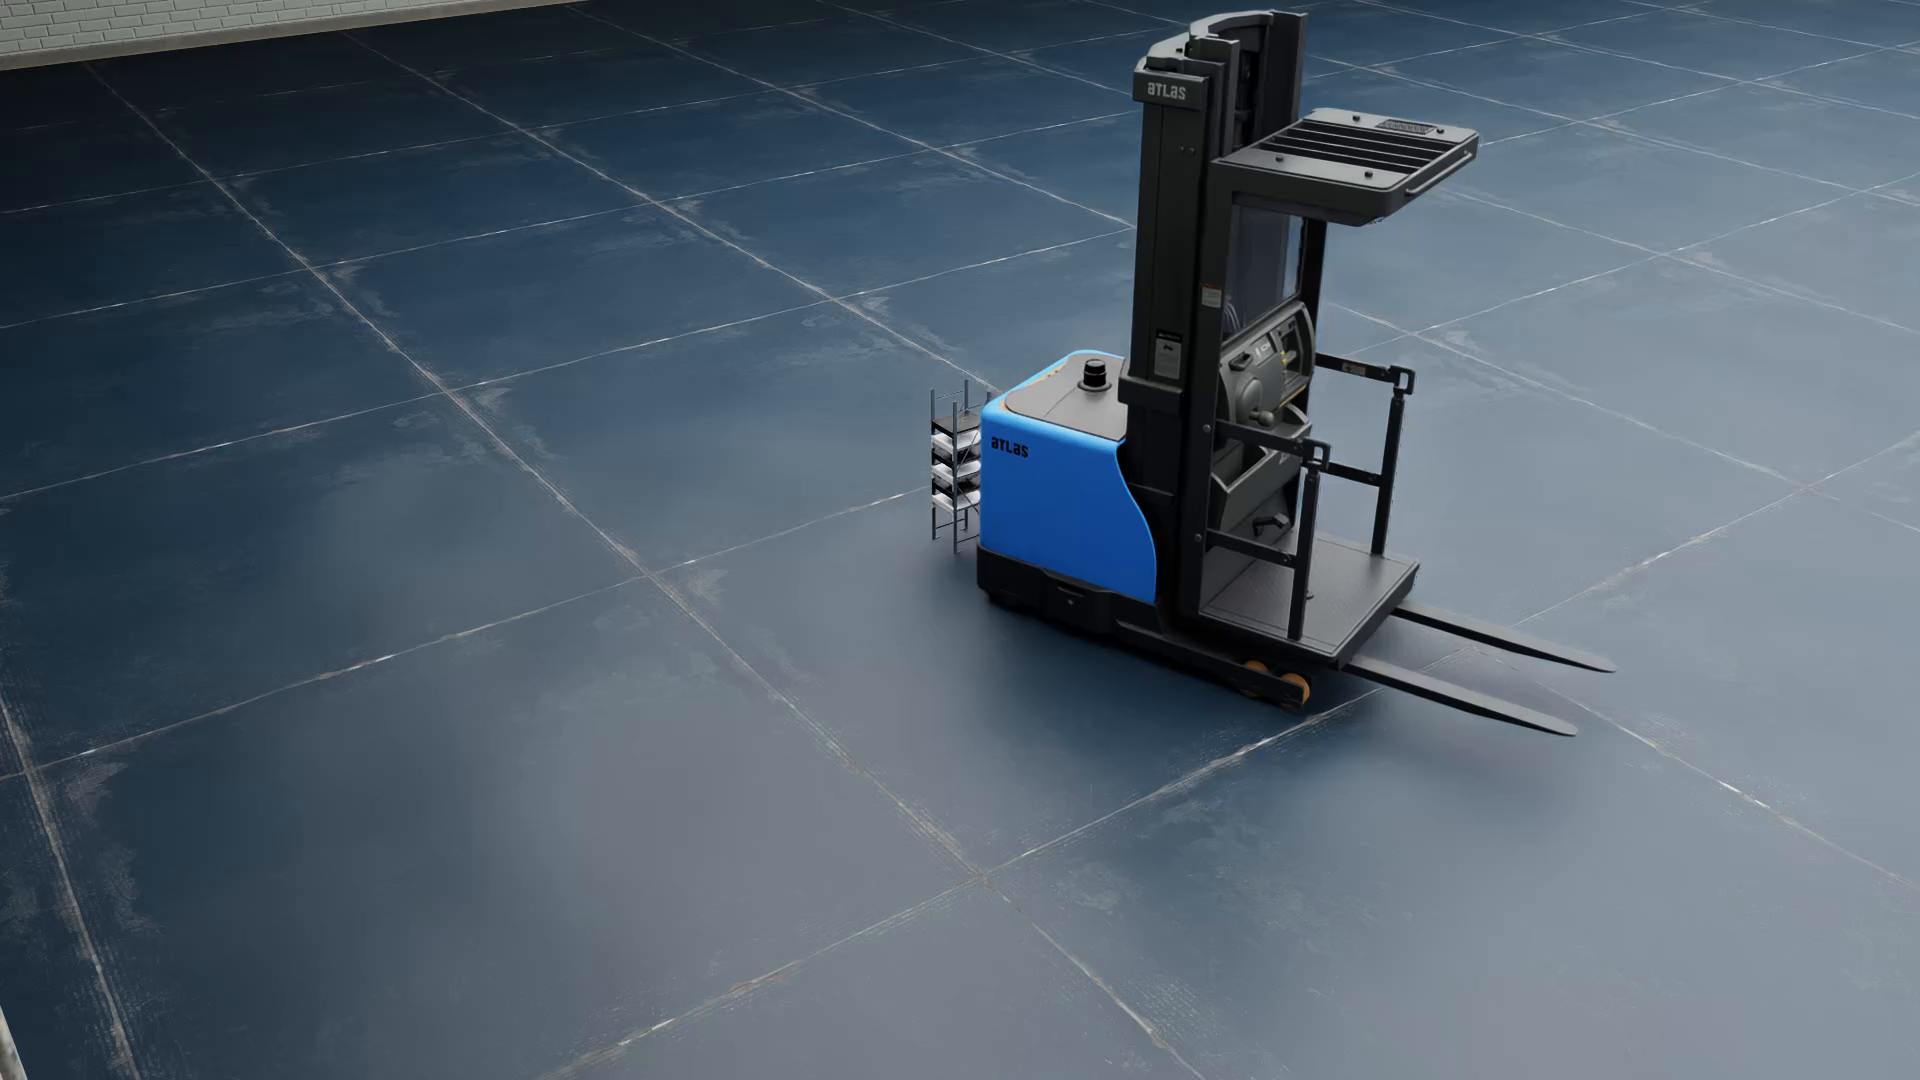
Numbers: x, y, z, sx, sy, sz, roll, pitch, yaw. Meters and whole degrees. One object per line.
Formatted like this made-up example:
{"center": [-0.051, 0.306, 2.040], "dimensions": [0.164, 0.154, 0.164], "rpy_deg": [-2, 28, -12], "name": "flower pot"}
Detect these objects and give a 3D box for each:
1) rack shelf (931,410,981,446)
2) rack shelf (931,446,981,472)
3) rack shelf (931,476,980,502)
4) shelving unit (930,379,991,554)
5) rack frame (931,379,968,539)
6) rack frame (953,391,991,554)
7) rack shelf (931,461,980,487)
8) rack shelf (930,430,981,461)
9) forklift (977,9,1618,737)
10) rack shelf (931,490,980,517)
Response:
{"center": [0.005, -0.600, 8.854], "dimensions": [0.258, 0.077, 0.200], "rpy_deg": [-19, 34, -31], "name": "rack shelf"}
{"center": [0.005, -0.442, 8.940], "dimensions": [0.258, 0.077, 0.200], "rpy_deg": [-19, 34, -31], "name": "rack shelf"}
{"center": [0.005, -0.284, 9.026], "dimensions": [0.258, 0.077, 0.200], "rpy_deg": [-19, 34, -31], "name": "rack shelf"}
{"center": [0.005, -0.392, 8.967], "dimensions": [0.258, 0.900, 0.210], "rpy_deg": [-19, 34, -31], "name": "shelving unit"}
{"center": [-0.054, -0.432, 9.040], "dimensions": [0.240, 0.900, 0.006], "rpy_deg": [-19, 34, -31], "name": "rack frame"}
{"center": [0.064, -0.353, 8.895], "dimensions": [0.240, 0.900, 0.006], "rpy_deg": [-19, 34, -31], "name": "rack frame"}
{"center": [0.005, -0.363, 8.983], "dimensions": [0.258, 0.077, 0.200], "rpy_deg": [-19, 34, -31], "name": "rack shelf"}
{"center": [0.005, -0.521, 8.897], "dimensions": [0.258, 0.077, 0.200], "rpy_deg": [-19, 34, -31], "name": "rack shelf"}
{"center": [1.590, -0.787, 7.566], "dimensions": [3.031, 2.935, 1.130], "rpy_deg": [18, 33, 30], "name": "forklift"}
{"center": [0.005, -0.205, 9.069], "dimensions": [0.258, 0.077, 0.200], "rpy_deg": [-19, 34, -31], "name": "rack shelf"}
